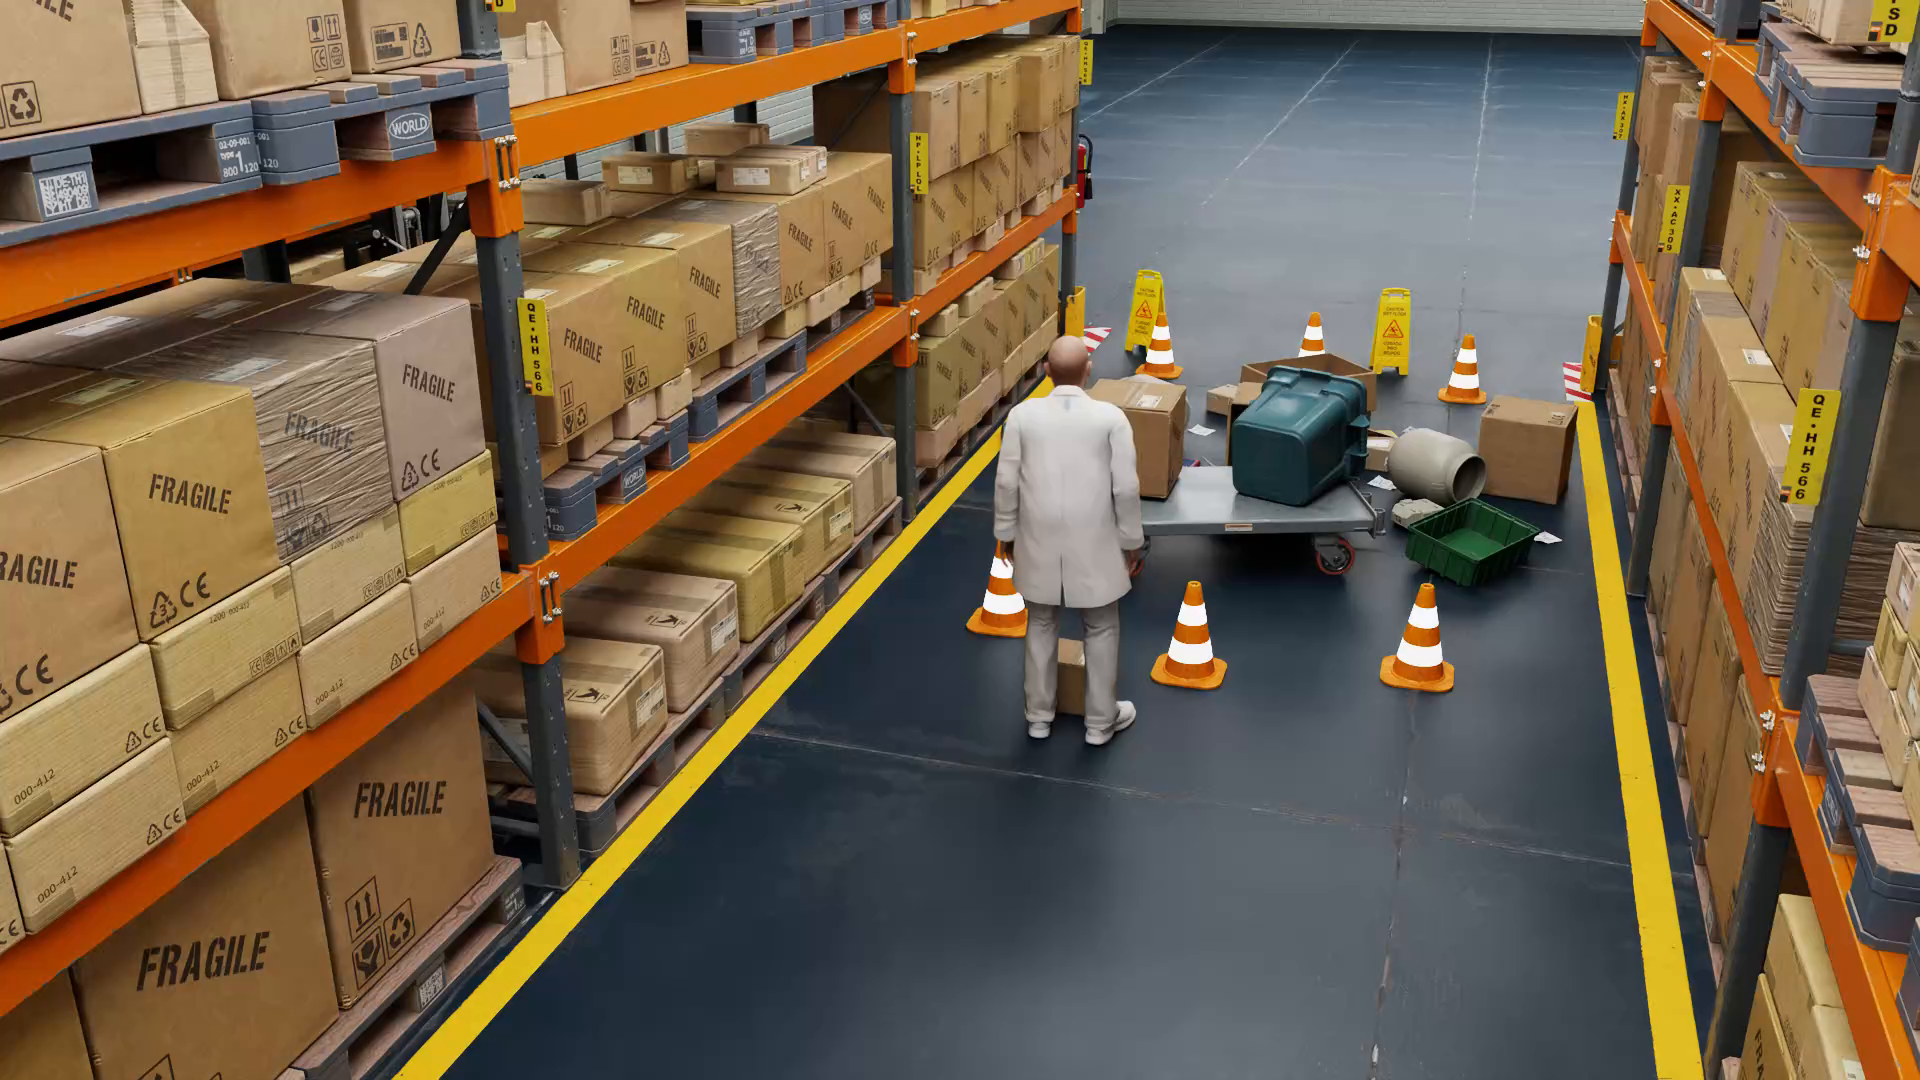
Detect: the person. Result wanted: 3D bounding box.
[{"bbox_3d":[0.460,0.007,7.092,0.647,1.772,0.429,5,22,12],"label":"person"}]
